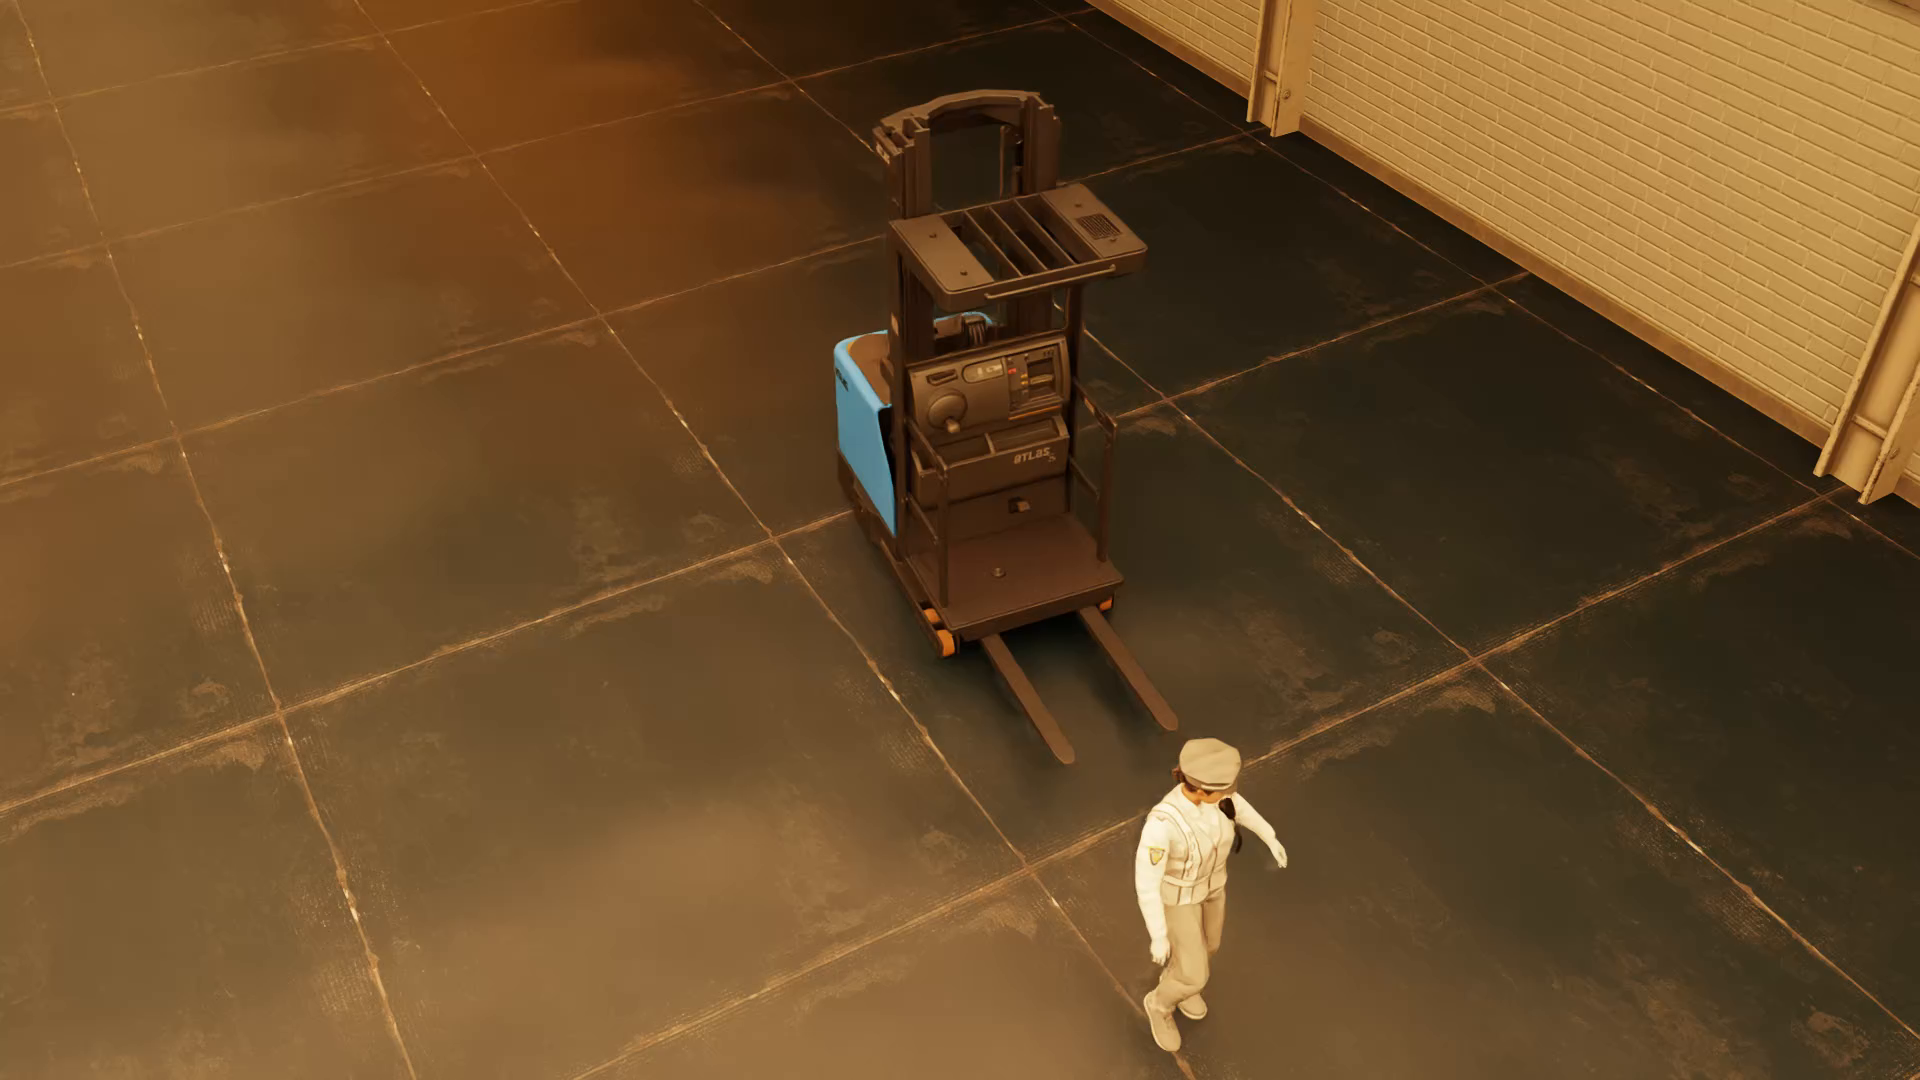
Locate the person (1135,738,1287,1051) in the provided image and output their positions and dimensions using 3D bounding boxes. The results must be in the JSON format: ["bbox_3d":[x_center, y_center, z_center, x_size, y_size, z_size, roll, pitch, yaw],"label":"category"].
[{"bbox_3d":[1.050,1.533,7.225,0.791,1.673,0.444,-29,48,-30],"label":"person"}]

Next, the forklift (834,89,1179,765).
[{"bbox_3d":[0.258,-0.769,8.963,1.130,2.935,3.031,-15,42,-18],"label":"forklift"}]
